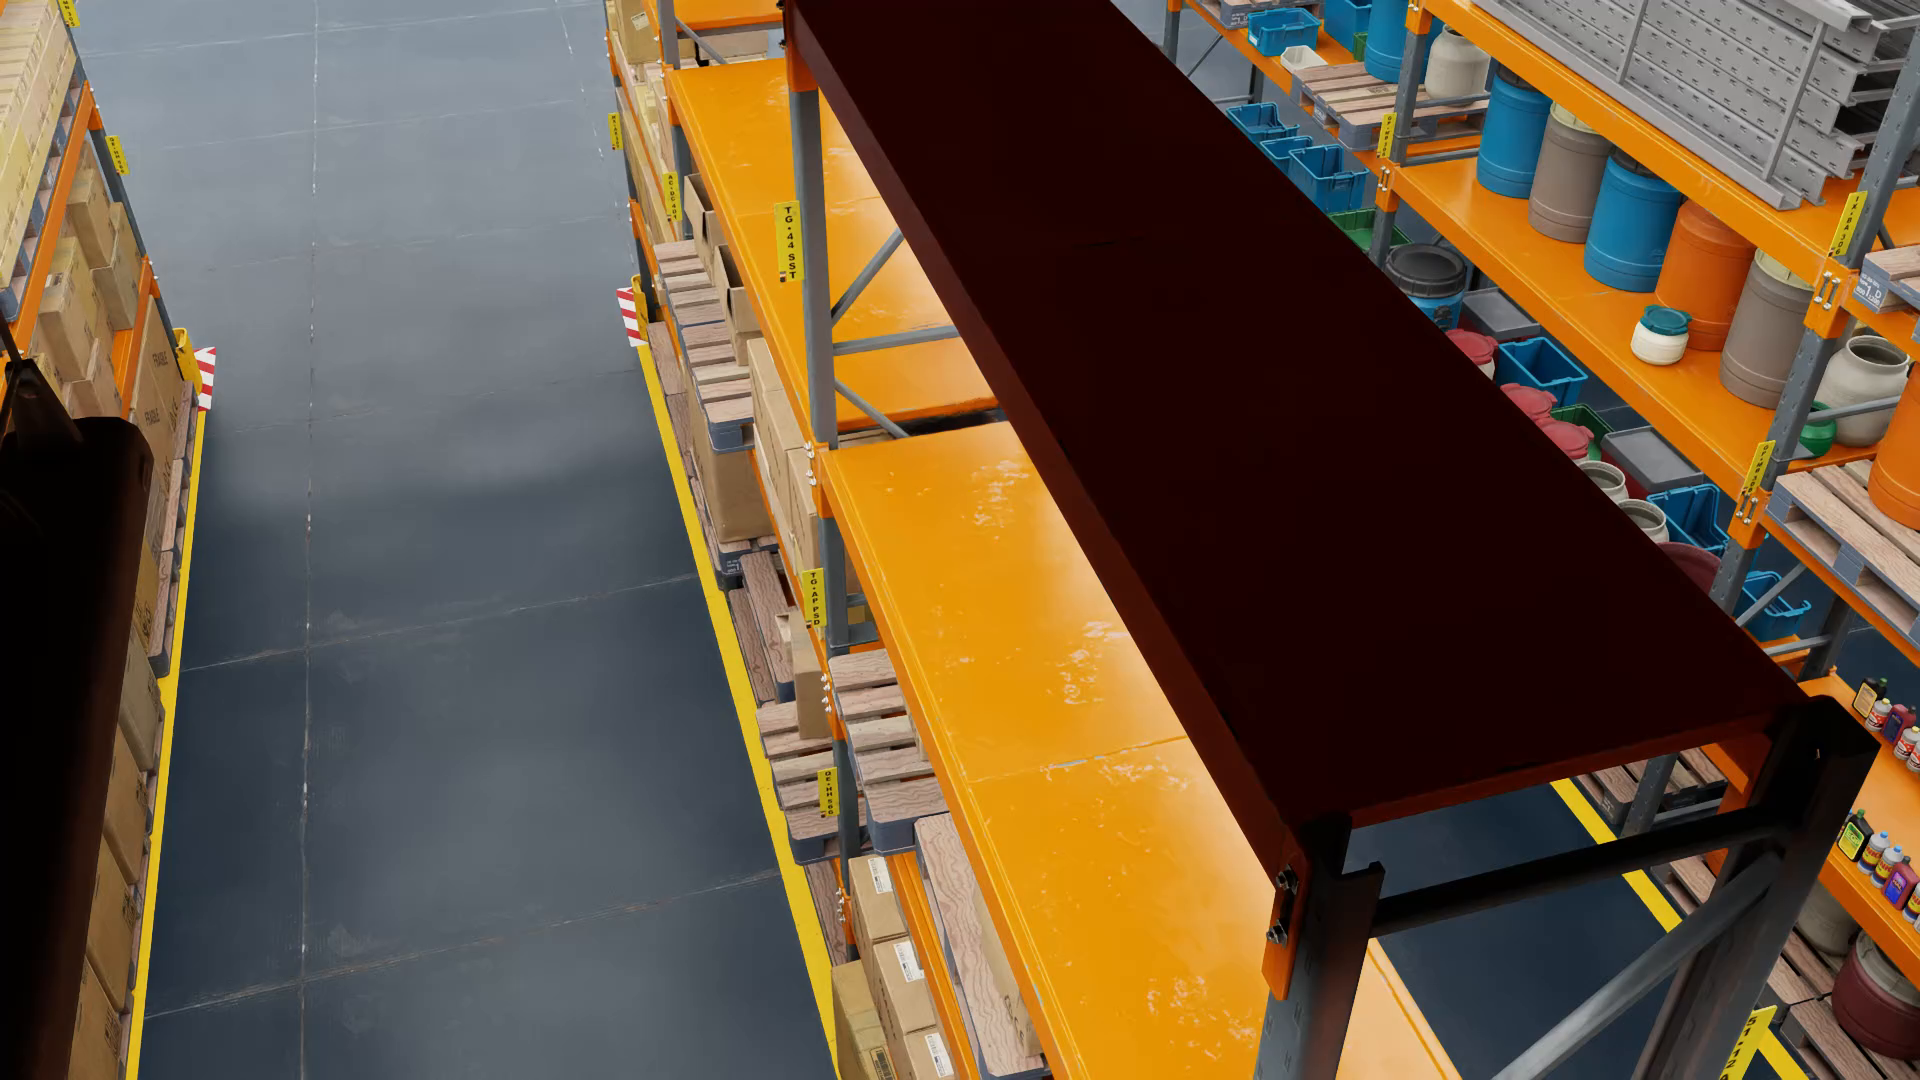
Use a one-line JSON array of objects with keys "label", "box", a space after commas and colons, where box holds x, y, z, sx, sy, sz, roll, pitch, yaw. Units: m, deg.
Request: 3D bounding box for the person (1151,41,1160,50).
[{"label": "person", "box": [1.891, -4.158, 16.734, 0.473, 1.691, 0.493, -10, 39, -12]}]
